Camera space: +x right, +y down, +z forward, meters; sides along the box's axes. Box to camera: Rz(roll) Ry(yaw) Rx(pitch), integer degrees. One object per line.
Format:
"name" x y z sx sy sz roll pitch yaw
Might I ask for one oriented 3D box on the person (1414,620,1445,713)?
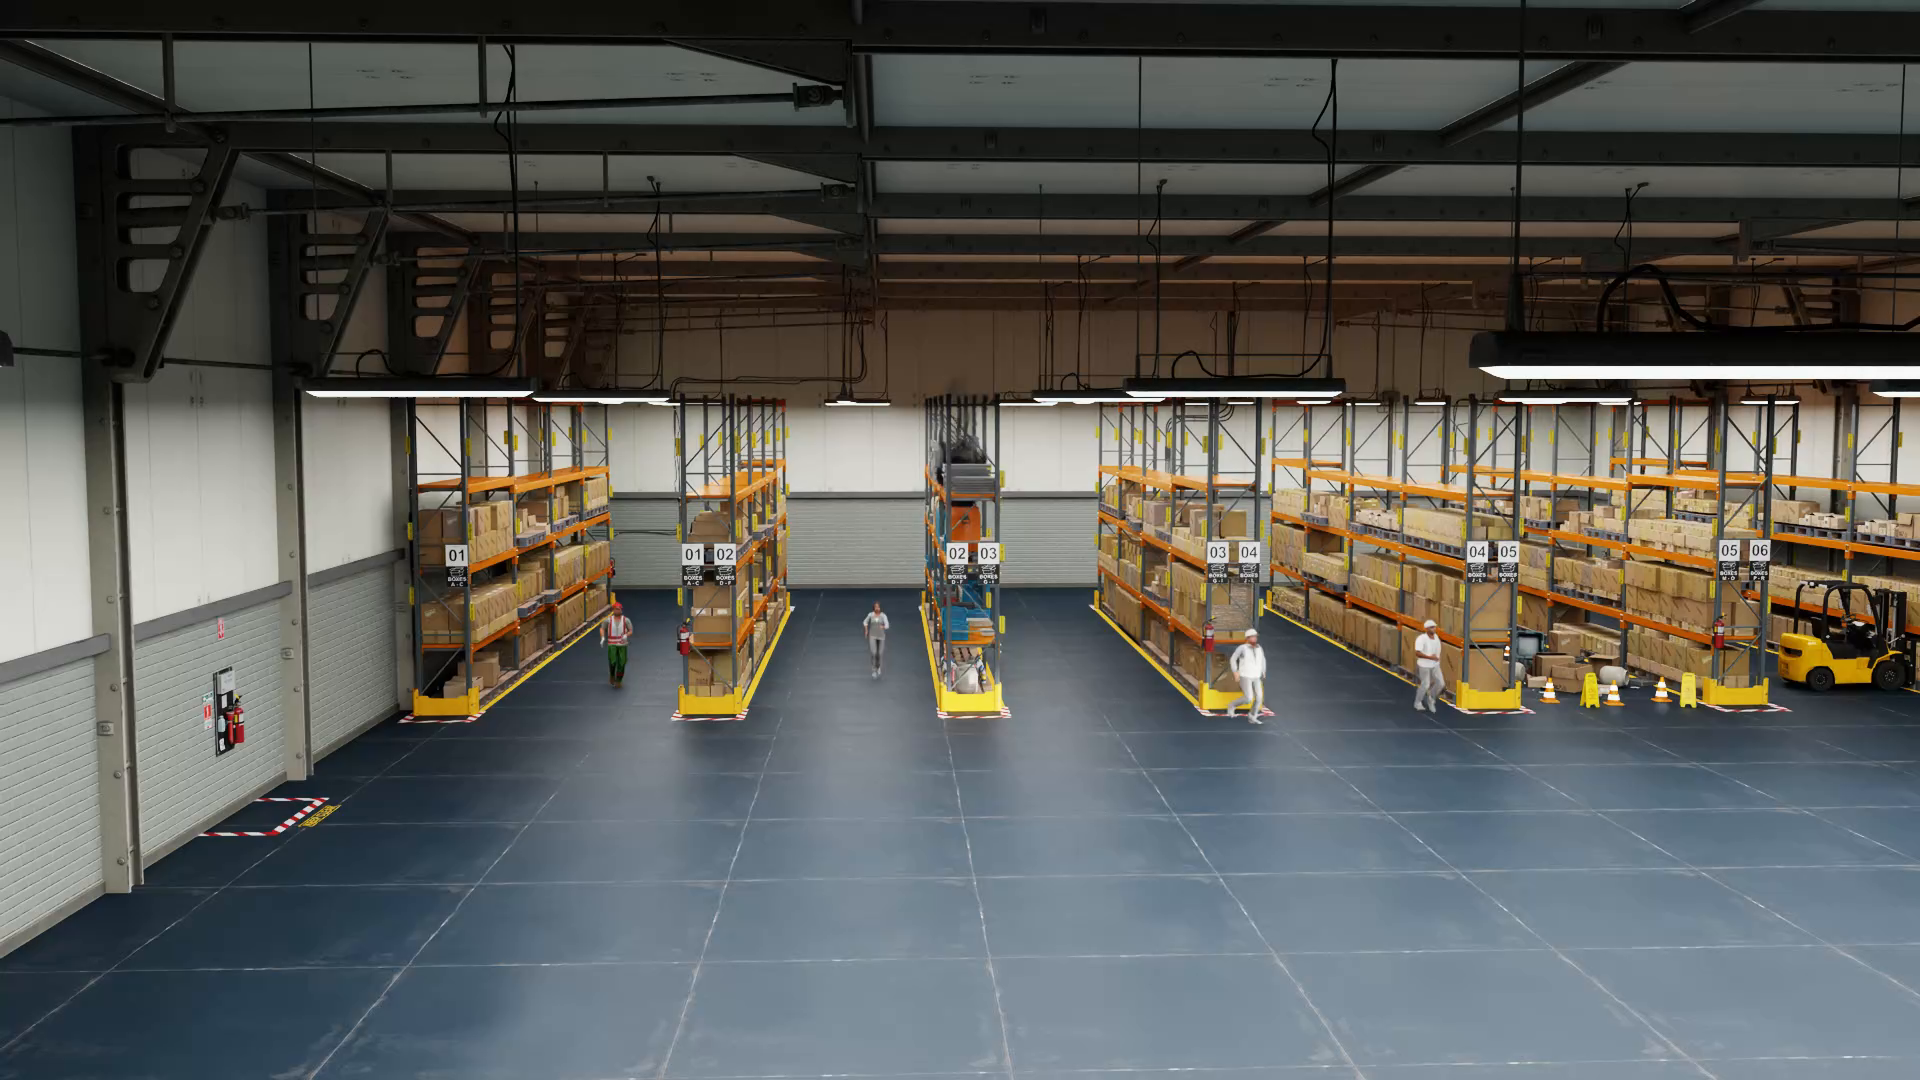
"person" 8.861 2.385 31.282 0.721 1.780 0.692 -2 5 -26

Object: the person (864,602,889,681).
"person" -1.767 2.135 35.328 0.511 1.628 0.735 -1 5 -9

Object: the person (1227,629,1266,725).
"person" 5.293 2.483 30.324 0.721 1.724 0.594 -3 5 -31

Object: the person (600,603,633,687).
"person" -7.003 2.155 33.975 0.664 1.739 0.603 -1 5 -16
